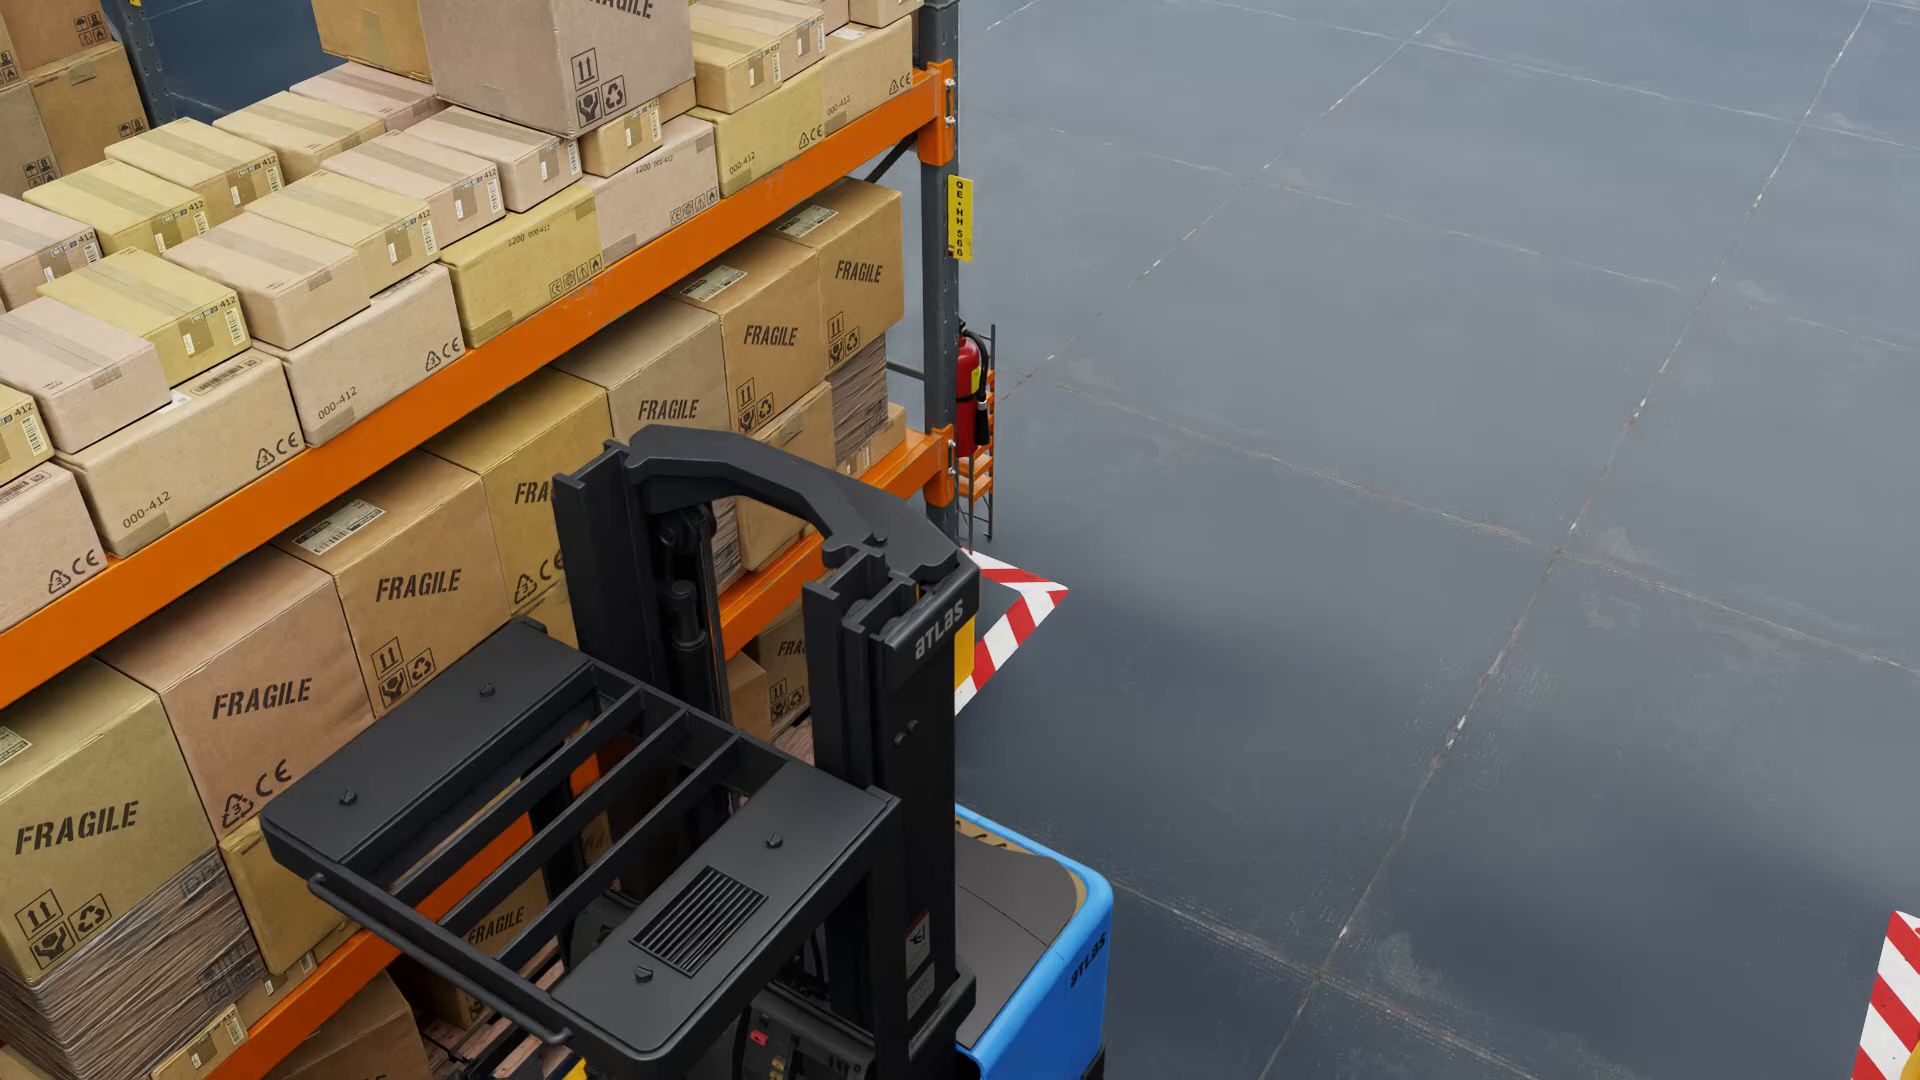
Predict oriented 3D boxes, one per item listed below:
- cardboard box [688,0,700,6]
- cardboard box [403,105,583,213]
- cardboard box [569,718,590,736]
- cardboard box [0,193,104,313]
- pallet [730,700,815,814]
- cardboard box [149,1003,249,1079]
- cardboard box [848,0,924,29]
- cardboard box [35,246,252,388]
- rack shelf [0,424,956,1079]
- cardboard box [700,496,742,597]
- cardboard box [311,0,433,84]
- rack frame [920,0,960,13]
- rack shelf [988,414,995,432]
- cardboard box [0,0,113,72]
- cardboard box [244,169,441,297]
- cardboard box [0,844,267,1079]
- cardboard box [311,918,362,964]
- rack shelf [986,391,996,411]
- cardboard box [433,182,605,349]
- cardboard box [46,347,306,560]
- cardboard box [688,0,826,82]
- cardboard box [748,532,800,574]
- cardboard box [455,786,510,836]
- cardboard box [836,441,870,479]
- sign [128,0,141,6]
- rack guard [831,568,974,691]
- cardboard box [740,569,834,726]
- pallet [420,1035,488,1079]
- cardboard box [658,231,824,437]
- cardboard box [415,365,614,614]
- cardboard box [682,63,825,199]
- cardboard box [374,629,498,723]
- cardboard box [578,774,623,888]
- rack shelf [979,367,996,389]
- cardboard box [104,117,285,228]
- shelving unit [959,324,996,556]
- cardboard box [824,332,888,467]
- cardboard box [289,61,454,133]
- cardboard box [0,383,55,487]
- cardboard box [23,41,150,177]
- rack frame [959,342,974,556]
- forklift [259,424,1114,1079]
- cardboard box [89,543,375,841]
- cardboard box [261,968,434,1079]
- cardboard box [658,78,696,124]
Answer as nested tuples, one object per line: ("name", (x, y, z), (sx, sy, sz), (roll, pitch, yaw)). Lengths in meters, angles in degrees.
("cardboard box", (-1.052, -1.720, 5.303), (0.380, 0.149, 0.250), (20, 42, 24))
("cardboard box", (-1.232, -1.019, 4.394), (0.380, 0.149, 0.250), (19, 42, 23))
("cardboard box", (-1.343, 0.456, 5.347), (0.380, 0.149, 0.250), (21, 42, 25))
("cardboard box", (-2.262, -0.675, 3.947), (0.380, 0.149, 0.250), (20, 42, 24))
("pallet", (-0.963, 0.779, 7.006), (1.003, 0.211, 1.213), (21, 42, 25))
("cardboard box", (-2.086, 1.252, 4.314), (0.380, 0.149, 0.250), (21, 42, 25))
("cardboard box", (-0.342, -1.813, 5.424), (0.380, 0.149, 0.250), (21, 42, 25))
("cardboard box", (-1.822, -0.497, 3.716), (0.380, 0.149, 0.250), (22, 43, 26))
("rack shelf", (-1.529, 0.544, 5.616), (1.077, 0.370, 4.000), (21, 42, 25))
("cardboard box", (-1.246, -0.114, 5.555), (0.875, 0.500, 0.500), (21, 42, 25))
("cardboard box", (-1.480, -1.638, 4.666), (0.500, 0.500, 0.500), (21, 42, 25))
("rack frame", (-0.457, -3.148, 4.903), (1.000, 3.000, 0.127), (21, 42, 25))
("rack shelf", (0.008, -0.543, 7.787), (0.258, 0.103, 0.180), (21, 42, 25))
("cardboard box", (-4.822, -2.755, 8.299), (0.875, 0.550, 0.550), (21, 42, 25))
("cardboard box", (-1.499, -0.748, 4.042), (0.380, 0.149, 0.250), (20, 42, 24))
("cardboard box", (-2.307, 0.921, 4.213), (0.875, 0.500, 0.500), (21, 42, 25))
("cardboard box", (-1.849, 0.982, 4.664), (0.380, 0.149, 0.250), (21, 42, 25))
("rack shelf", (0.008, -0.638, 7.714), (0.258, 0.103, 0.180), (21, 42, 25))
("cardboard box", (-1.313, -0.788, 4.421), (0.500, 0.250, 0.500), (20, 42, 24))
("cardboard box", (-1.864, -0.261, 3.737), (0.500, 0.250, 0.500), (21, 42, 25))
("cardboard box", (-0.635, -1.541, 5.071), (0.380, 0.149, 0.250), (19, 42, 23))
("cardboard box", (-0.807, -0.060, 6.016), (0.380, 0.149, 0.250), (21, 42, 25))
("cardboard box", (-1.582, 0.725, 4.998), (0.380, 0.149, 0.250), (21, 42, 25))
("cardboard box", (-0.570, -0.329, 6.366), (0.380, 0.149, 0.250), (21, 42, 25))
("sign", (-4.140, -2.814, 8.241), (0.100, 0.325, 0.005), (21, 42, 25))
("rack guard", (-0.498, 0.257, 7.447), (1.175, 0.500, 0.348), (21, 42, 25))
("cardboard box", (-0.806, 0.368, 6.959), (0.500, 0.500, 0.500), (30, 47, 33))
("pallet", (-2.270, 2.037, 5.375), (1.003, 0.211, 1.213), (21, 42, 25))
("cardboard box", (-0.806, -0.701, 5.498), (0.500, 0.500, 0.500), (21, 42, 25))
("cardboard box", (-1.351, -0.189, 4.834), (0.500, 0.500, 0.500), (21, 42, 25))
("cardboard box", (-0.766, -1.311, 5.099), (0.500, 0.250, 0.500), (21, 43, 25))
("cardboard box", (-1.826, 0.384, 4.909), (0.875, 0.500, 0.500), (21, 42, 25))
("cardboard box", (-1.448, 1.004, 6.134), (0.500, 0.500, 0.500), (25, 44, 29))
("rack shelf", (0.008, -0.733, 7.640), (0.258, 0.103, 0.180), (21, 42, 25))
("cardboard box", (-1.968, -0.940, 4.291), (0.380, 0.149, 0.250), (23, 43, 27))
("shelving unit", (0.008, -0.483, 7.833), (0.258, 1.200, 0.189), (21, 42, 25))
("cardboard box", (-0.775, -0.655, 6.257), (0.875, 0.500, 0.500), (21, 42, 25))
("cardboard box", (-1.620, -1.189, 4.614), (0.380, 0.149, 0.250), (21, 42, 25))
("cardboard box", (-2.081, -0.223, 3.361), (0.380, 0.149, 0.250), (19, 42, 23))
("cardboard box", (-4.752, -2.300, 8.593), (0.875, 0.550, 0.550), (21, 42, 25))
("rack frame", (-0.041, -0.436, 7.772), (0.240, 1.200, 0.006), (21, 42, 25))
("forklift", (-0.742, 1.321, 4.075), (1.130, 2.935, 3.031), (22, 43, 26))
("cardboard box", (-1.878, 0.329, 4.161), (0.500, 0.500, 0.500), (21, 42, 25))
("cardboard box", (-2.052, 1.623, 5.331), (0.500, 0.500, 0.500), (-26, 45, -30))
("cardboard box", (-0.987, -1.317, 4.780), (0.380, 0.149, 0.250), (22, 43, 26))
